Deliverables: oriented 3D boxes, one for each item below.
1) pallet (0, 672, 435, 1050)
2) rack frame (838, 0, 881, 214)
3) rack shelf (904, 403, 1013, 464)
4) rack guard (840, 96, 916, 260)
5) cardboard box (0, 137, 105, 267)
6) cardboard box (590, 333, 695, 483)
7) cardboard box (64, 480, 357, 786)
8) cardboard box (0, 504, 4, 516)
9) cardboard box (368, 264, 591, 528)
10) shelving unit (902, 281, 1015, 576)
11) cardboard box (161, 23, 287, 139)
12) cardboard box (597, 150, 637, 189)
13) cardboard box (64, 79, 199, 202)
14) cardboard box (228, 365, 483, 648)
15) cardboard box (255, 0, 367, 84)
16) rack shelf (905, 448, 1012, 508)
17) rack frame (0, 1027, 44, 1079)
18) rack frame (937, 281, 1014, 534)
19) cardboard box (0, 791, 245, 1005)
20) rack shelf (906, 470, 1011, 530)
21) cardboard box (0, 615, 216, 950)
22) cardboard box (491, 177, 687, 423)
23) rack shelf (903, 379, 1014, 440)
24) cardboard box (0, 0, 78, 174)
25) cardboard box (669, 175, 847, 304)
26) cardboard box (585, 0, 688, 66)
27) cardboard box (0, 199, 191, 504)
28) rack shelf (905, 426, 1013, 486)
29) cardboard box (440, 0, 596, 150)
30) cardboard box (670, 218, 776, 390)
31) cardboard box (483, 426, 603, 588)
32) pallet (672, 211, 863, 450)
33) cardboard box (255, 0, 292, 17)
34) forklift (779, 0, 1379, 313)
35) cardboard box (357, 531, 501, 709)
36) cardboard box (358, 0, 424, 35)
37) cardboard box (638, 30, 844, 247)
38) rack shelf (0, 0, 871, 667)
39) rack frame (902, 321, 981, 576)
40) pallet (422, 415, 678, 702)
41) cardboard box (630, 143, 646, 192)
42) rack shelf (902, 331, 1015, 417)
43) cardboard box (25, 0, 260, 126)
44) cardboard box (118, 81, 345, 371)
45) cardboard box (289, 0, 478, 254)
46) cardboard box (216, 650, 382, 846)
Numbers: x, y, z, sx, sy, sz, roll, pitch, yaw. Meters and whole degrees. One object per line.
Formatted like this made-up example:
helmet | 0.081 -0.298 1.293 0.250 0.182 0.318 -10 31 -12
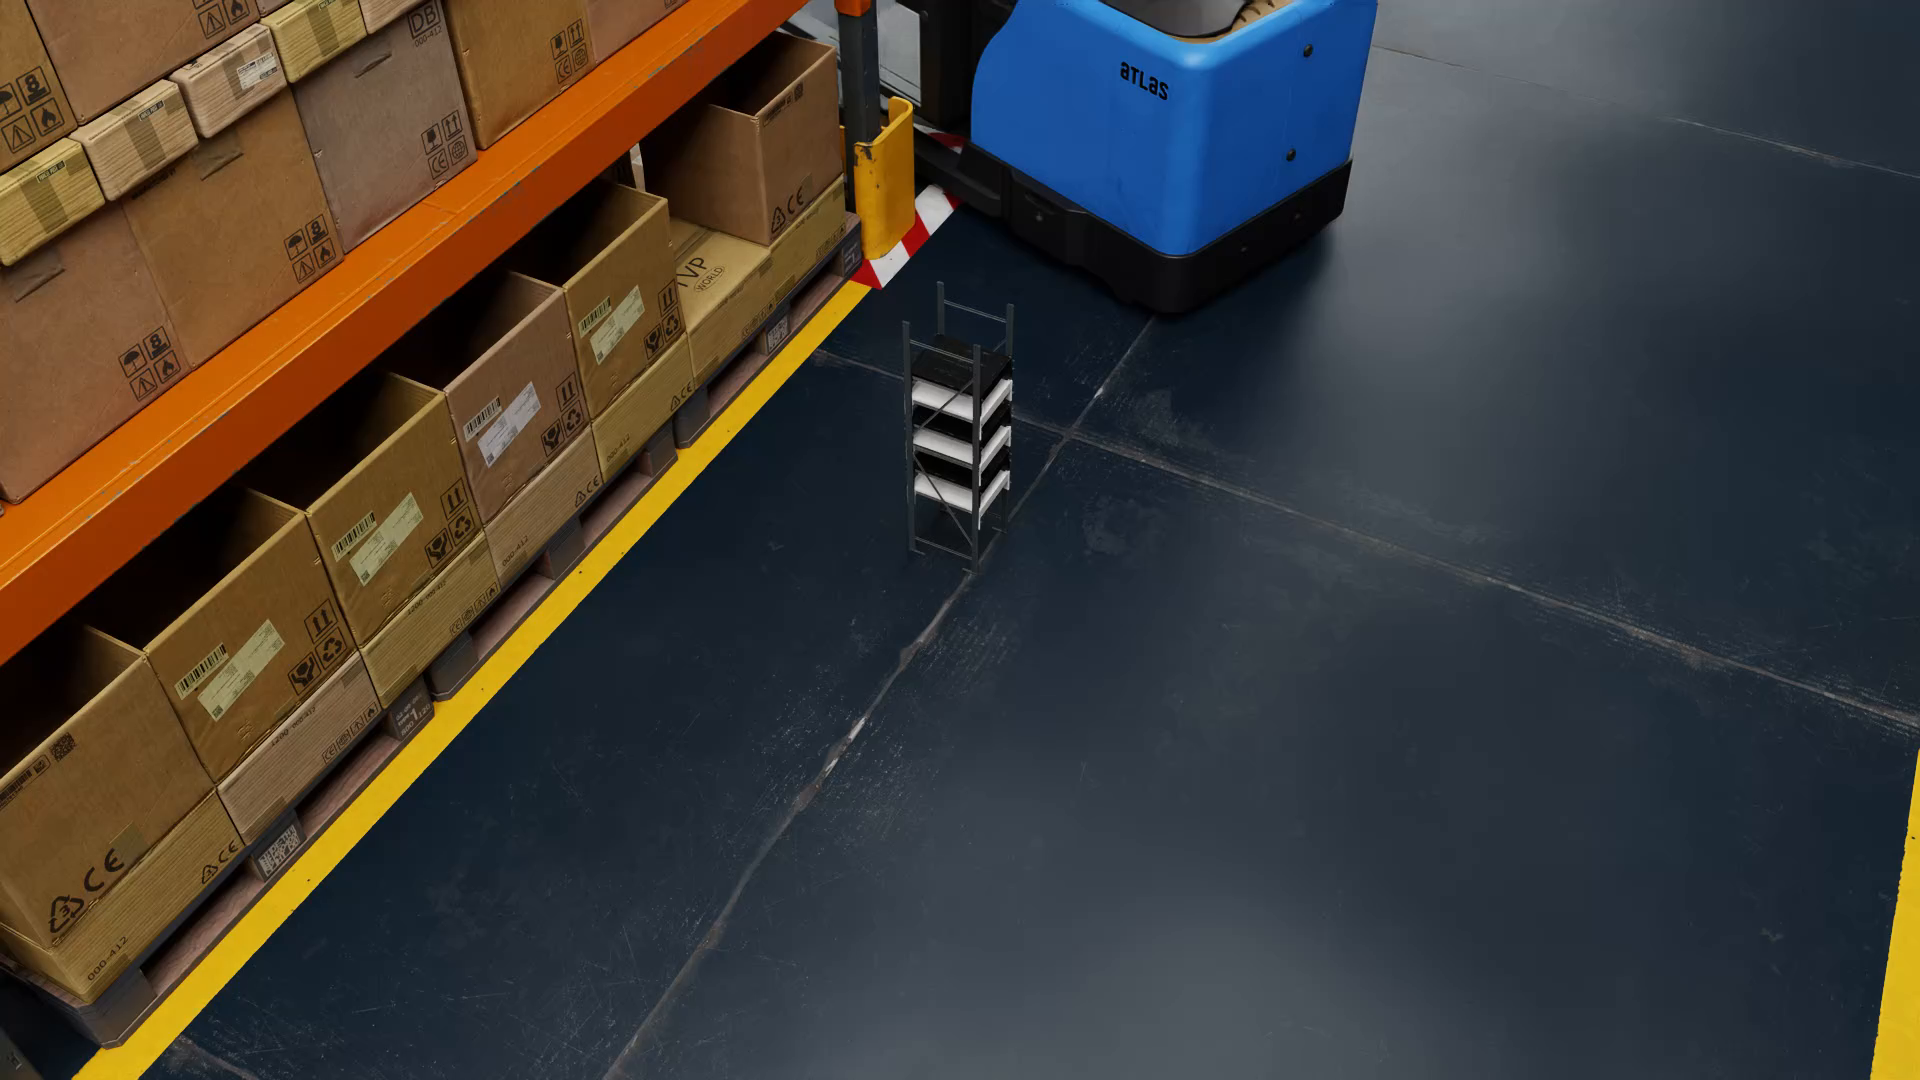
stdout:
pallet | -2.210 0.628 4.481 1.003 0.211 1.213 20 49 19
rack frame | -0.759 -2.385 5.498 1.000 3.000 0.127 20 49 19
rack shelf | -0.004 -0.351 4.885 0.258 0.077 0.200 20 49 19
rack guard | -0.748 -1.521 6.402 1.175 0.500 0.348 20 49 19
cardboard box | -1.964 -0.720 3.326 0.380 0.149 0.250 20 49 19
cardboard box | -1.198 -0.496 5.269 0.500 0.250 0.500 20 49 19
cardboard box | -1.898 0.184 4.070 0.500 0.500 0.500 20 49 19
cardboard box | -2.415 -0.181 3.250 0.700 0.500 0.500 19 48 18
cardboard box | -1.429 -0.444 4.690 0.500 0.500 0.500 20 49 19
shelving unit | -0.004 -0.311 4.925 0.258 0.900 0.210 20 49 19
cardboard box | -1.725 -1.046 3.649 0.380 0.149 0.250 19 48 18
cardboard box | -1.435 -1.249 5.486 0.500 0.500 0.500 20 49 19
cardboard box | -1.846 -0.877 3.482 0.380 0.149 0.250 19 48 18
cardboard box | -1.659 -0.128 4.378 0.500 0.500 0.500 20 49 19
cardboard box | -1.604 -1.210 3.811 0.380 0.149 0.250 20 49 19
rack shelf | -0.004 -0.225 5.013 0.258 0.077 0.200 20 49 19
rack frame | -2.613 0.136 3.006 0.949 2.616 0.053 20 49 19
rack frame | 0.043 -0.375 4.988 0.240 0.900 0.006 20 49 19
cardboard box | -2.132 0.762 4.026 0.500 0.250 0.500 20 49 19
rack shelf | -0.004 -0.161 5.077 0.258 0.077 0.200 20 49 19
cardboard box | -2.123 0.502 3.756 0.500 0.500 0.500 20 49 19
cardboard box | -1.196 -0.758 5.001 0.500 0.500 0.500 20 49 19
rack shelf | -0.004 -0.414 4.821 0.258 0.077 0.200 20 49 19
cardboard box | -2.182 -0.956 3.104 0.700 0.500 0.500 20 49 19
cardboard box | -0.746 -1.130 5.896 0.500 0.250 0.500 20 49 19
cardboard box | -1.227 -1.797 4.847 0.700 0.500 0.500 22 49 20
cardboard box | -2.176 -0.516 3.581 0.700 0.500 0.500 20 49 19
rack shelf | -0.004 -0.288 4.949 0.258 0.077 0.200 20 49 19
cardboard box | -1.462 -1.487 4.540 0.700 0.500 0.500 21 49 19
cardboard box | -0.968 -0.811 5.581 0.500 0.250 0.500 20 49 19
cardboard box | -1.432 -0.181 4.958 0.500 0.250 0.500 20 49 19
pallet | -1.077 -0.909 6.000 1.003 0.211 1.213 20 49 19
cardboard box | -1.717 -1.586 3.726 0.700 0.500 0.500 20 49 19
forklift | 0.111 -2.805 5.961 1.130 2.935 3.031 -33 54 -28
cardboard box | -1.659 0.136 4.645 0.500 0.250 0.500 20 49 19
cardboard box | -1.486 -1.366 3.965 0.380 0.149 0.250 20 49 19
cardboard box | -0.744 -1.393 5.629 0.500 0.500 0.500 20 49 19
rack shelf | -1.687 -0.872 4.508 1.077 0.370 4.000 20 49 19
rack frame | -0.051 -0.247 4.862 0.240 0.900 0.006 20 49 19
pallet | -1.644 -0.143 5.243 1.003 0.211 1.213 20 49 19
cardboard box | -1.205 -1.301 6.065 0.500 0.250 0.500 20 49 19
rack shelf | -0.004 -0.478 4.757 0.258 0.077 0.200 20 49 19
cardboard box | -1.949 -1.272 3.415 0.700 0.500 0.500 20 49 19
cardboard box | -1.940 -0.831 3.892 0.700 0.500 0.500 21 49 20
cardboard box | -1.703 -1.154 4.211 0.700 0.500 0.500 22 49 20
cardboard box | -1.895 0.449 4.335 0.500 0.250 0.500 20 49 19
